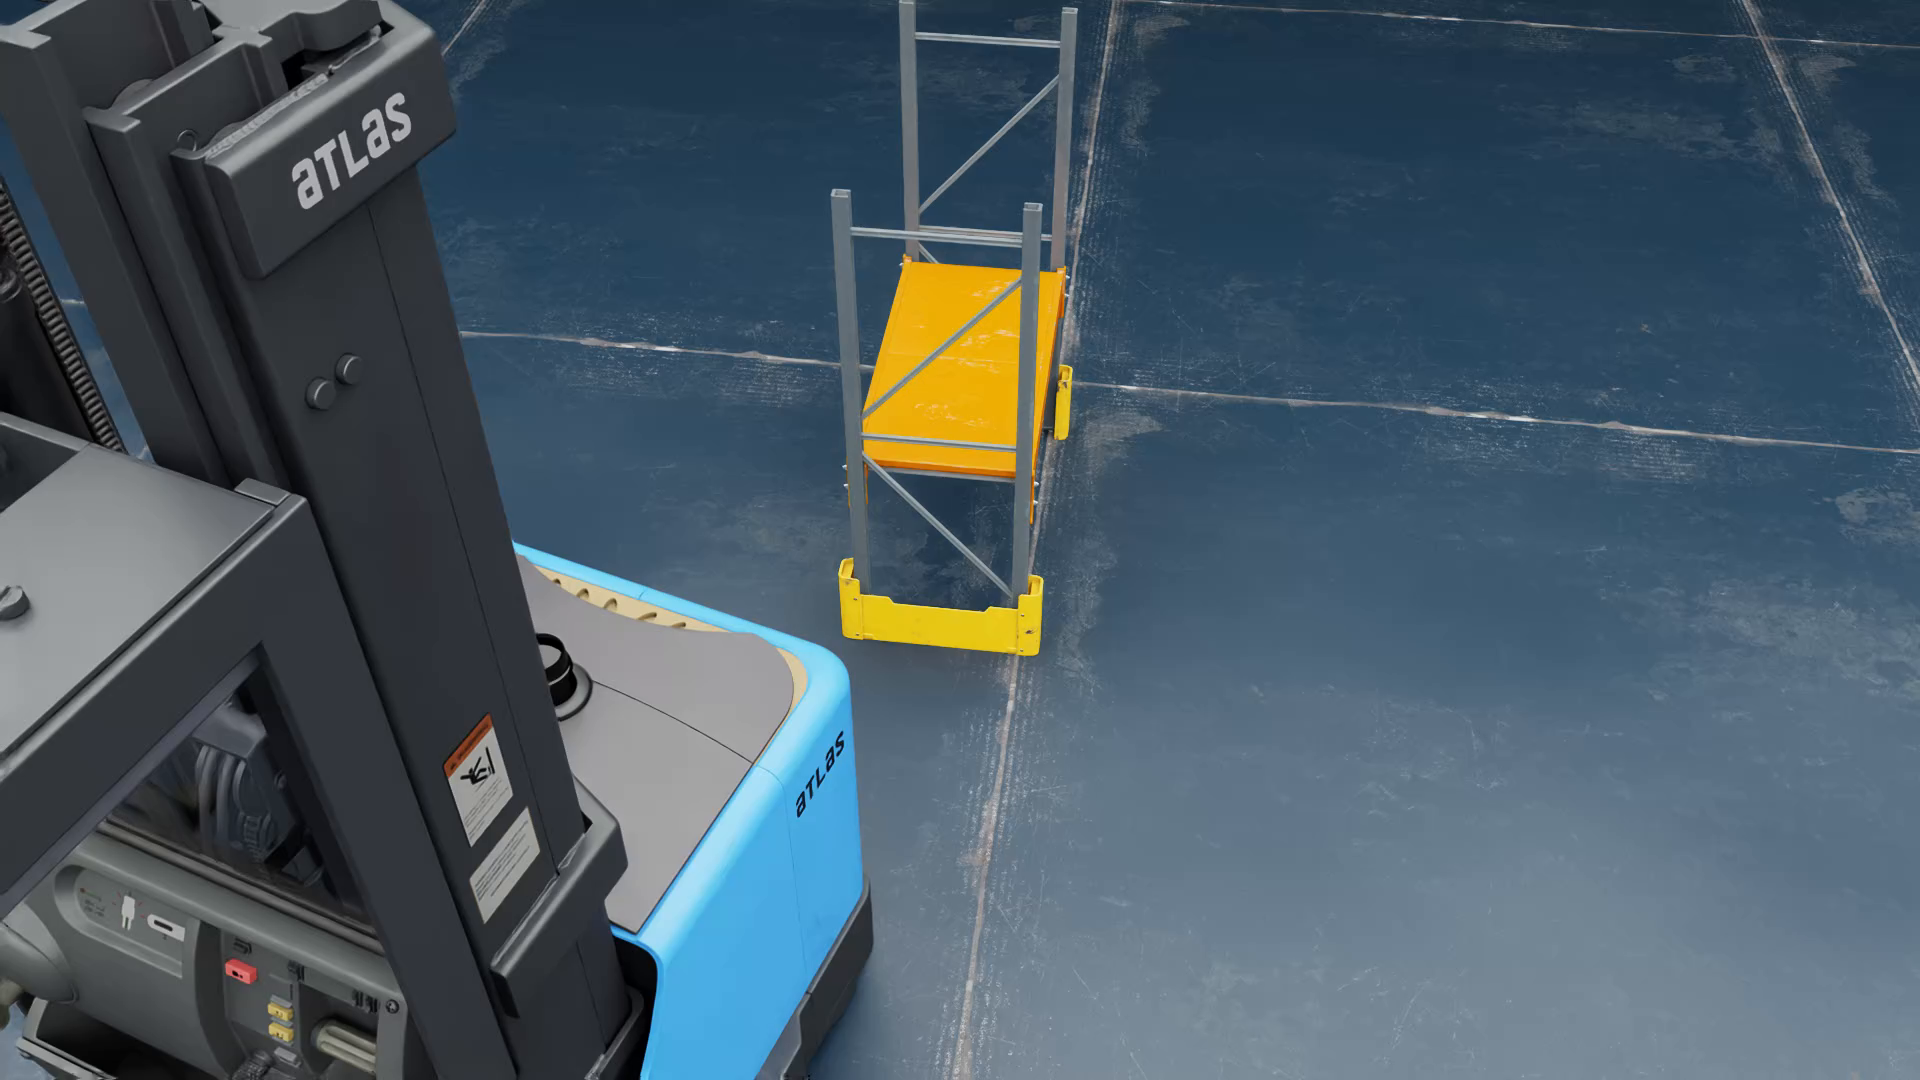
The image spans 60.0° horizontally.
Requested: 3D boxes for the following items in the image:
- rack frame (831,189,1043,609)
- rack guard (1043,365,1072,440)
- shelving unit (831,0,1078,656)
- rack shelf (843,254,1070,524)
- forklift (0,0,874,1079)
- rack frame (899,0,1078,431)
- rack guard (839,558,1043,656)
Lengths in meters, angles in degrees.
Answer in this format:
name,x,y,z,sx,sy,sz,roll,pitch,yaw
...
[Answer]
name,x,y,z,sx,sy,sz,roll,pitch,yaw
rack frame,-0.056,-0.256,4.430,0.500,1.500,0.032,5,44,6
rack guard,0.076,-0.482,5.577,0.587,0.250,0.087,5,44,6
shelving unit,0.010,-0.597,4.789,0.587,1.500,1.083,5,44,6
rack shelf,0.011,-0.472,4.919,0.538,0.185,1.000,5,44,6
forklift,-1.277,0.743,2.334,1.130,2.935,3.031,17,46,17
rack frame,0.078,-0.949,5.162,0.500,1.500,0.032,5,44,6
rack guard,-0.056,0.197,4.860,0.587,0.250,0.087,5,44,6
